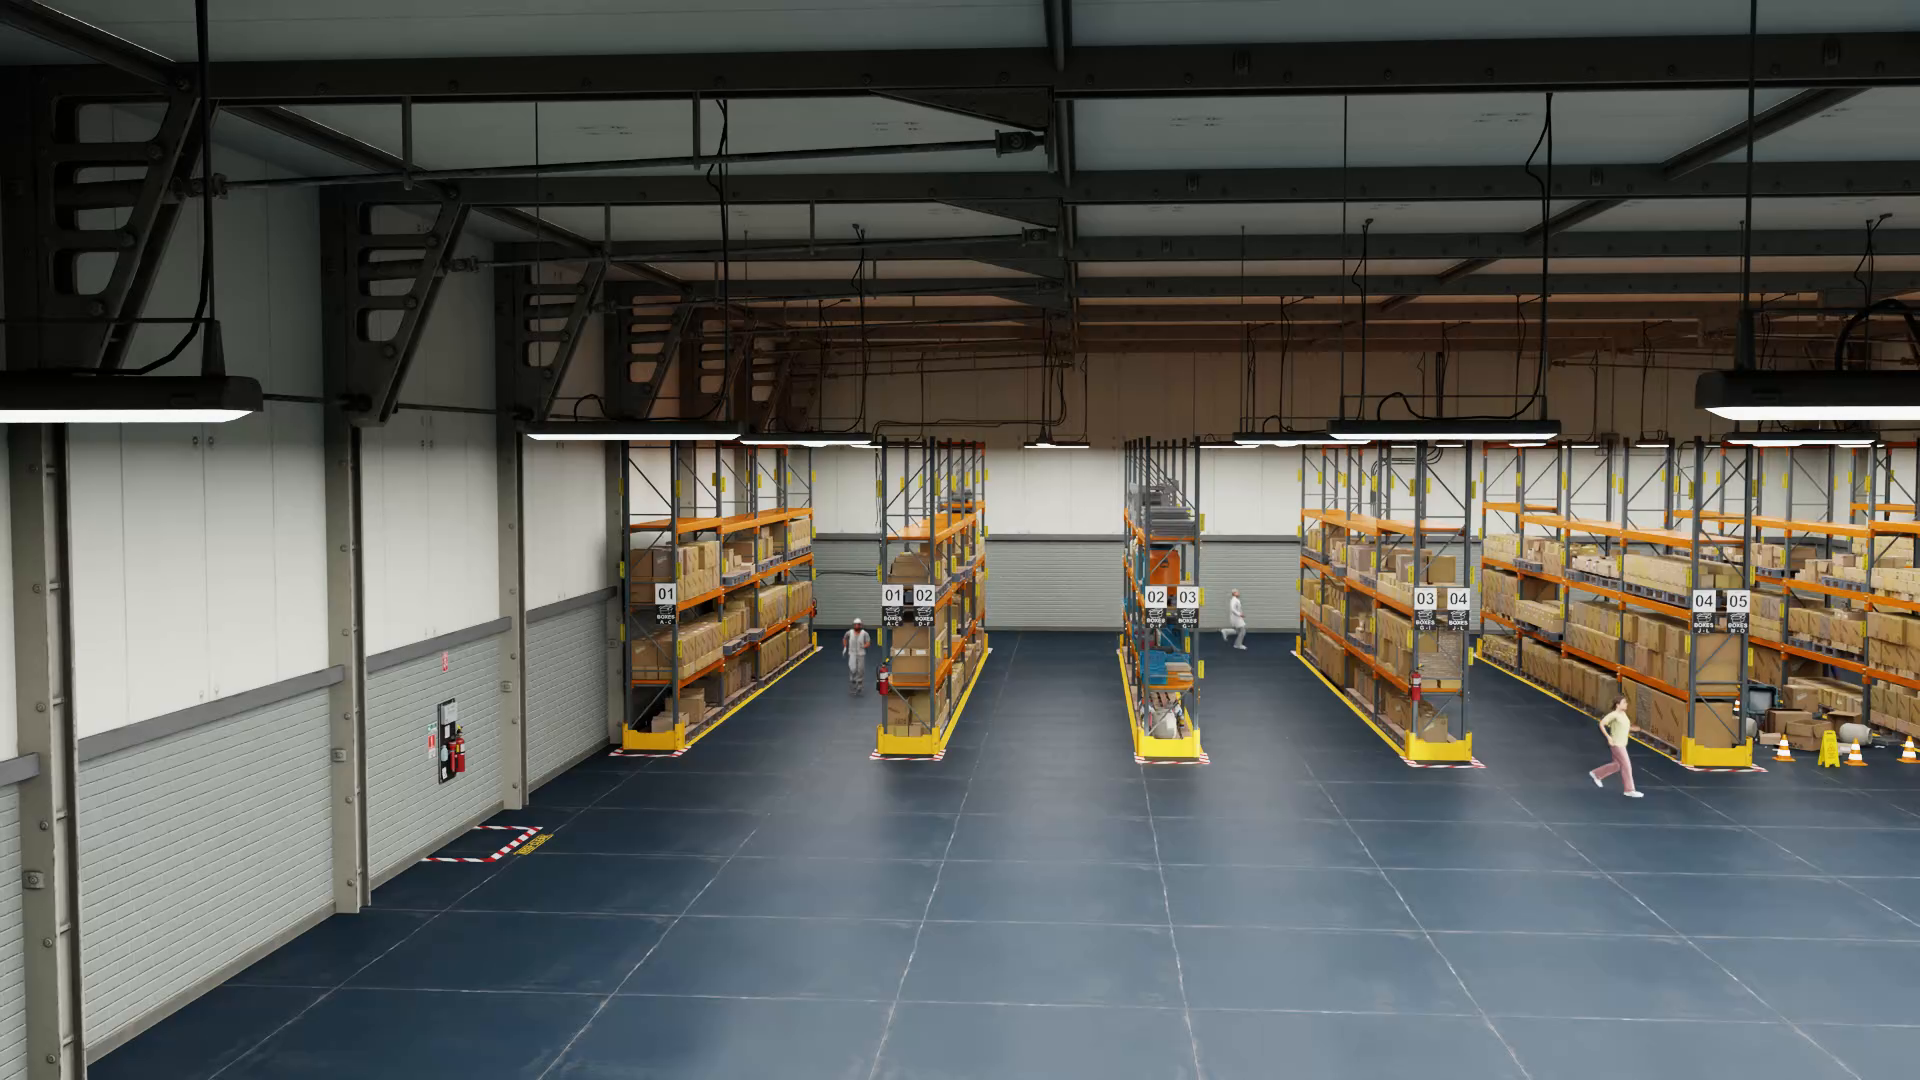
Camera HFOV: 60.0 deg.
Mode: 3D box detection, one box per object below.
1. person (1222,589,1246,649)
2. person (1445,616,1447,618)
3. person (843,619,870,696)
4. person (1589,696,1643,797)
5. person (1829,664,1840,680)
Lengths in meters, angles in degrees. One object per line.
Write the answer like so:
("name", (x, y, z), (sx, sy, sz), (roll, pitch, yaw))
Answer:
("person", (7.965, 2.292, 48.321), (0.716, 1.724, 0.730), (0, 3, 7))
("person", (12.121, 2.699, 41.334), (0.601, 1.636, 0.578), (0, 3, 0))
("person", (-2.426, 2.743, 39.041), (0.644, 1.812, 0.821), (0, 3, -5))
("person", (10.889, 3.395, 27.594), (0.914, 1.650, 0.578), (3, 4, 44))
("person", (21.130, 2.720, 40.501), (0.632, 1.642, 0.903), (0, 3, 0))
